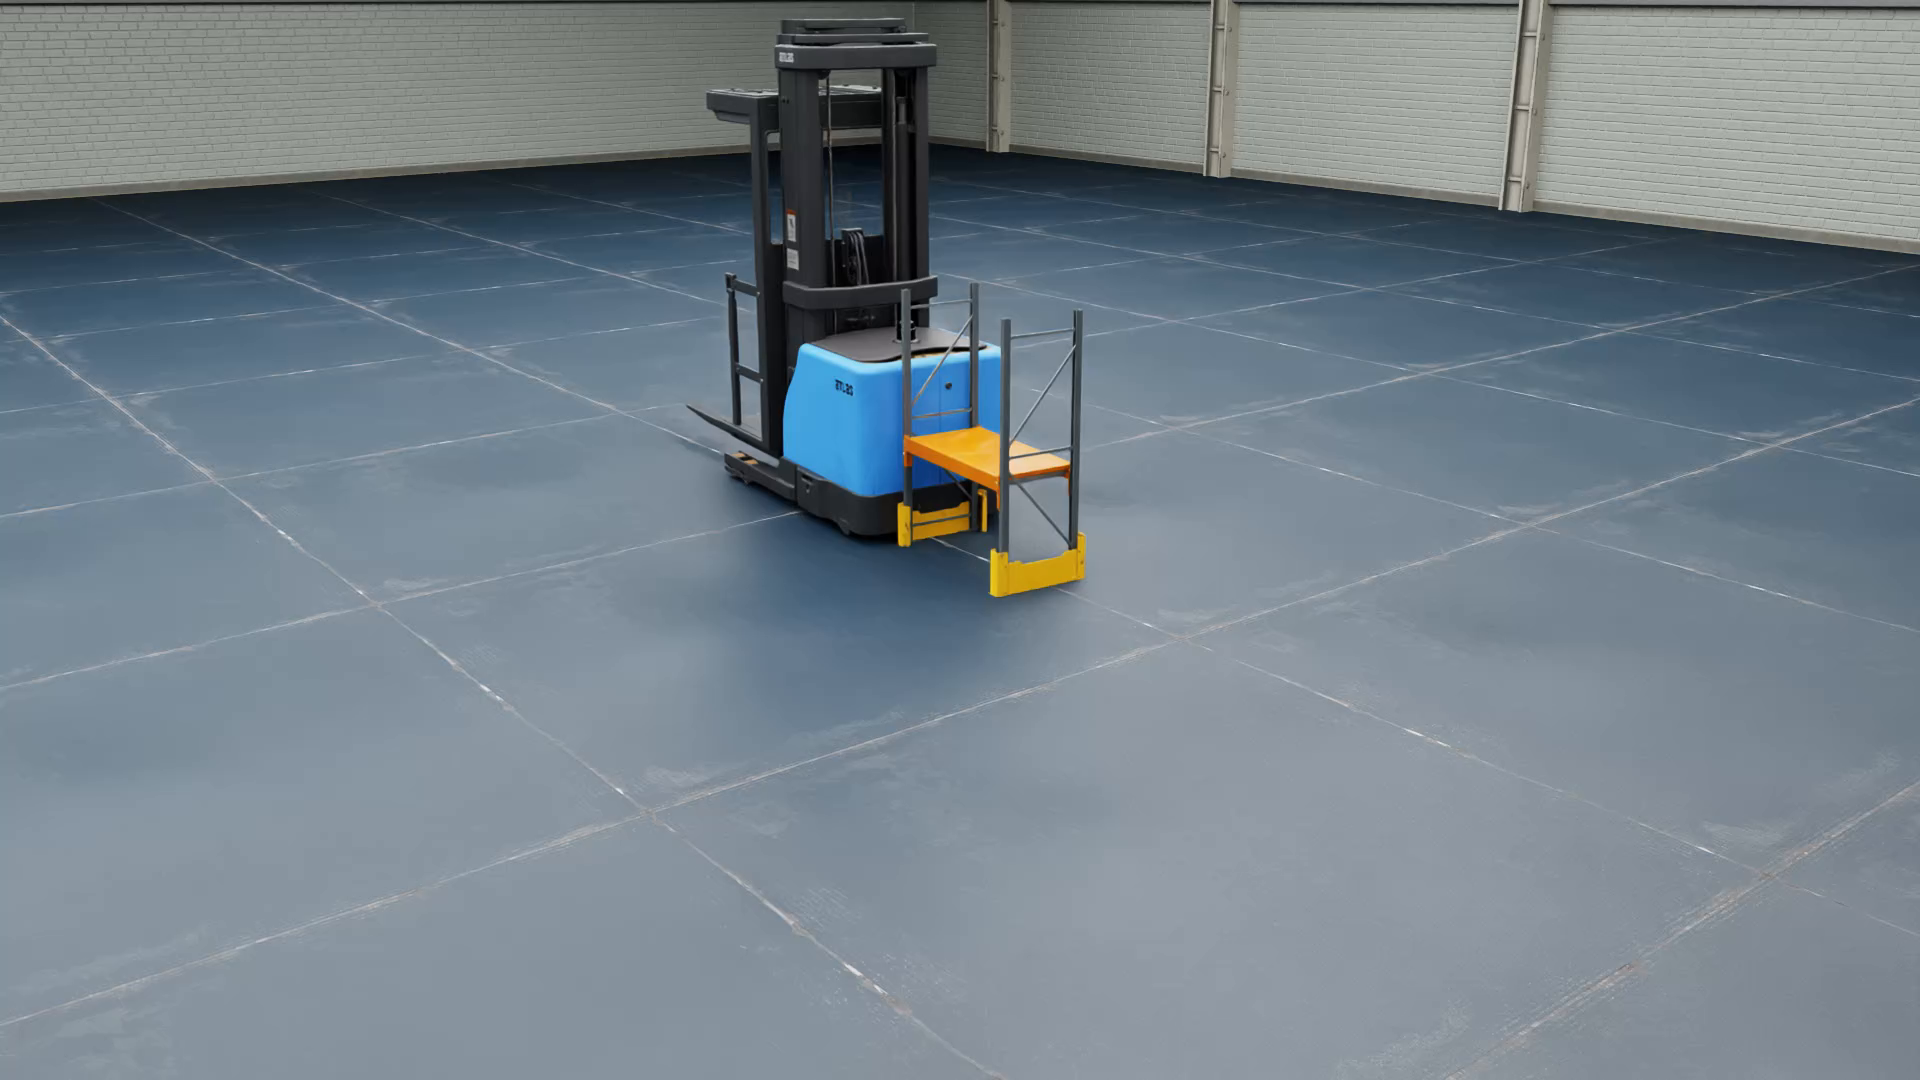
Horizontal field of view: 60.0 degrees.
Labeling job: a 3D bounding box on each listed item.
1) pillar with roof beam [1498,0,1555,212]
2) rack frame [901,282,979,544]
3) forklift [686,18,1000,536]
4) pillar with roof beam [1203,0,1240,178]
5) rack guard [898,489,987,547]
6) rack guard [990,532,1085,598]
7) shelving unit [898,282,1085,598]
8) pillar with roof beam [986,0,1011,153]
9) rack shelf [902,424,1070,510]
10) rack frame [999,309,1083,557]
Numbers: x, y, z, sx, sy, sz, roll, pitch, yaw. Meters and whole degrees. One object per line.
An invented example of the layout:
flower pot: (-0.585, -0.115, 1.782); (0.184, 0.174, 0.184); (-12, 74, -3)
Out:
pillar with roof beam: (4.846, -8.310, 20.643); (9.100, 9.000, 0.400); (-14, 23, -36)
rack frame: (-0.111, -0.731, 9.684); (0.500, 1.500, 0.032); (-11, 21, -30)
forklift: (-0.915, -1.825, 10.712); (1.130, 2.935, 3.031); (-11, 21, -30)
pillar with roof beam: (1.121, -9.788, 25.108); (9.100, 9.000, 0.400); (-14, 23, -36)
rack guard: (-0.101, -0.132, 9.865); (0.587, 0.250, 0.087); (-11, 21, -30)
rack guard: (0.427, 0.133, 9.063); (0.587, 0.250, 0.087); (-11, 21, -30)
shelving unit: (0.163, -0.593, 9.267); (0.587, 1.500, 1.083); (-11, 21, -30)
pillar with roof beam: (-2.604, -11.267, 29.573); (9.100, 9.000, 0.400); (-14, 23, -36)
rack shelf: (0.158, -0.425, 9.331); (0.538, 0.185, 1.000); (-11, 21, -30)
rack frame: (0.428, -0.460, 8.865); (0.500, 1.500, 0.032); (-11, 21, -30)
